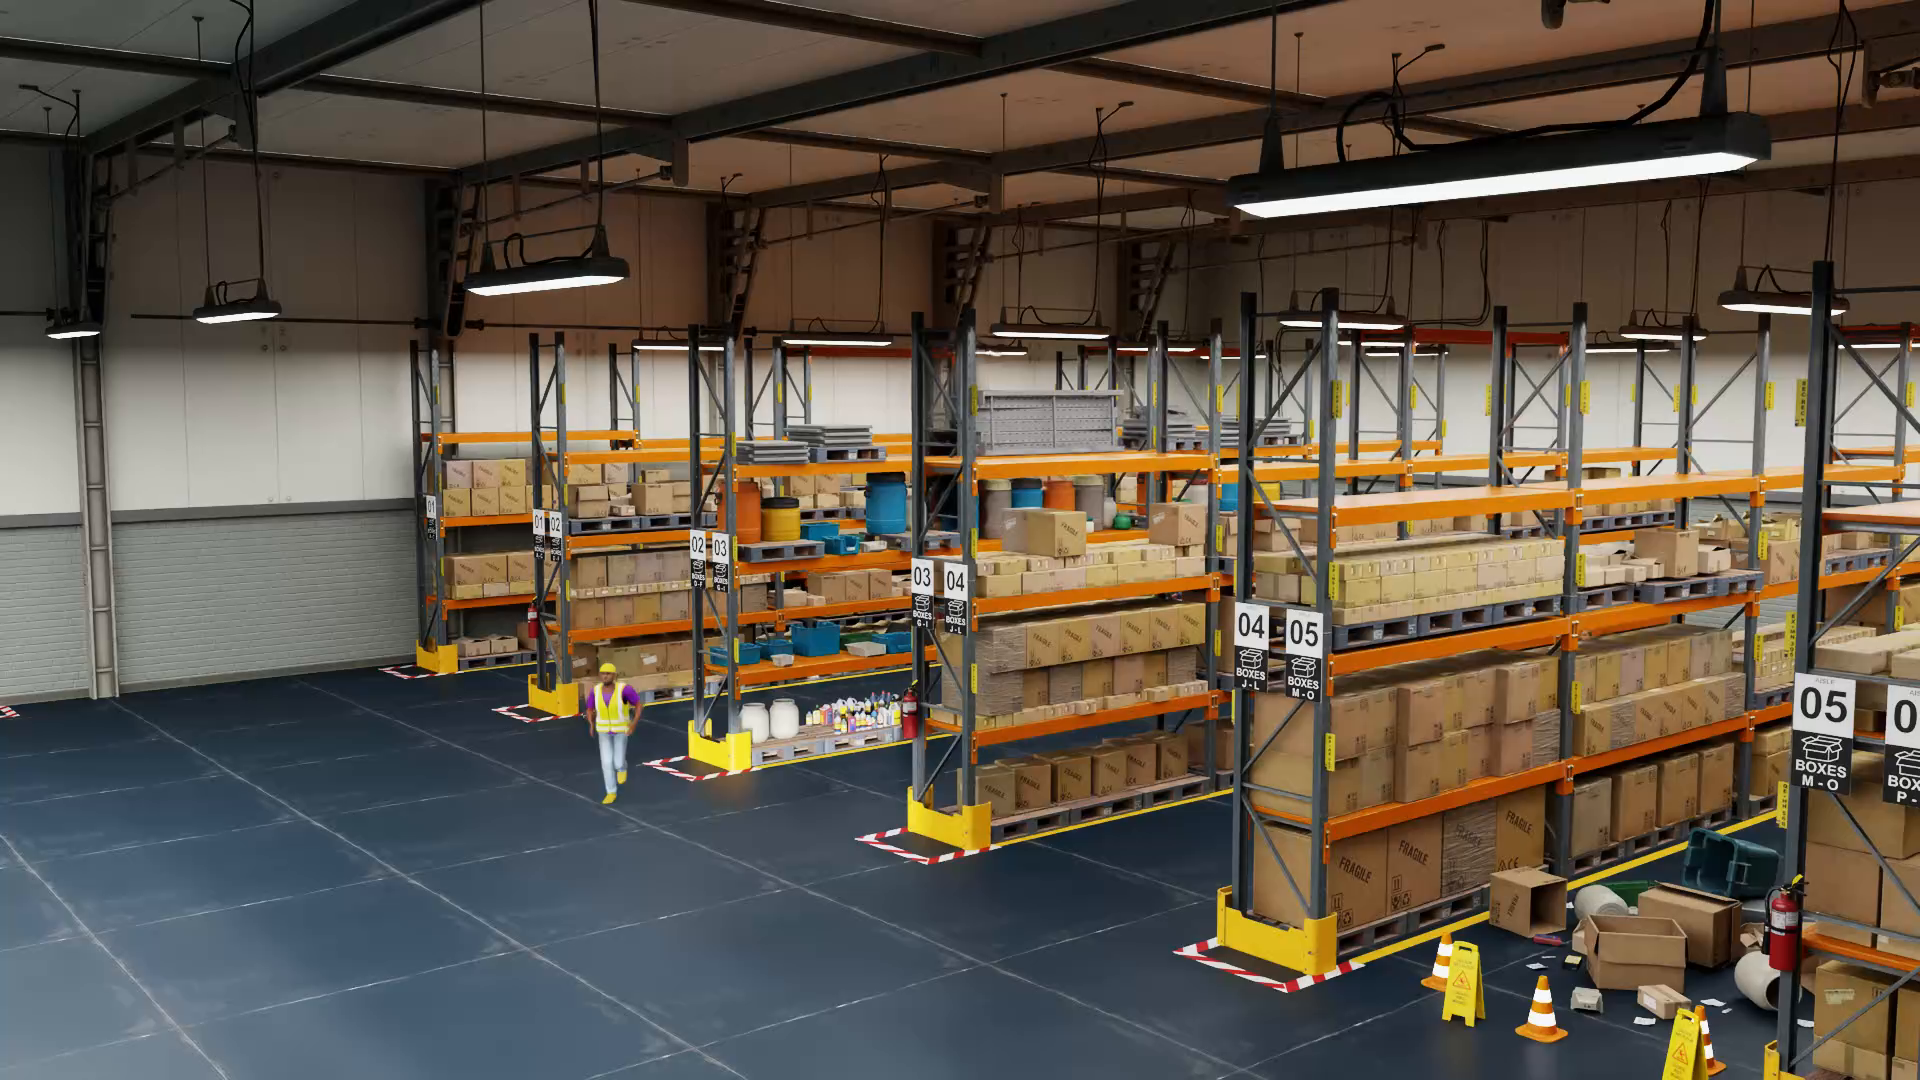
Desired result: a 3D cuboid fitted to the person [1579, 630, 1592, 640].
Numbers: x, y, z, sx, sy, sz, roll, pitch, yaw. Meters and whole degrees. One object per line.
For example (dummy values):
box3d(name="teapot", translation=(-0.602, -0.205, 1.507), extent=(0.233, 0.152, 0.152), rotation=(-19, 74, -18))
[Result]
box3d(name="person", translation=(9.069, 2.091, 24.188), extent=(0.903, 1.654, 0.601), rotation=(-5, 7, -43))

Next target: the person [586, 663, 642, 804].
box3d(name="person", translation=(-4.328, 2.382, 20.840), extent=(0.704, 1.746, 0.641), rotation=(0, 5, 1))
